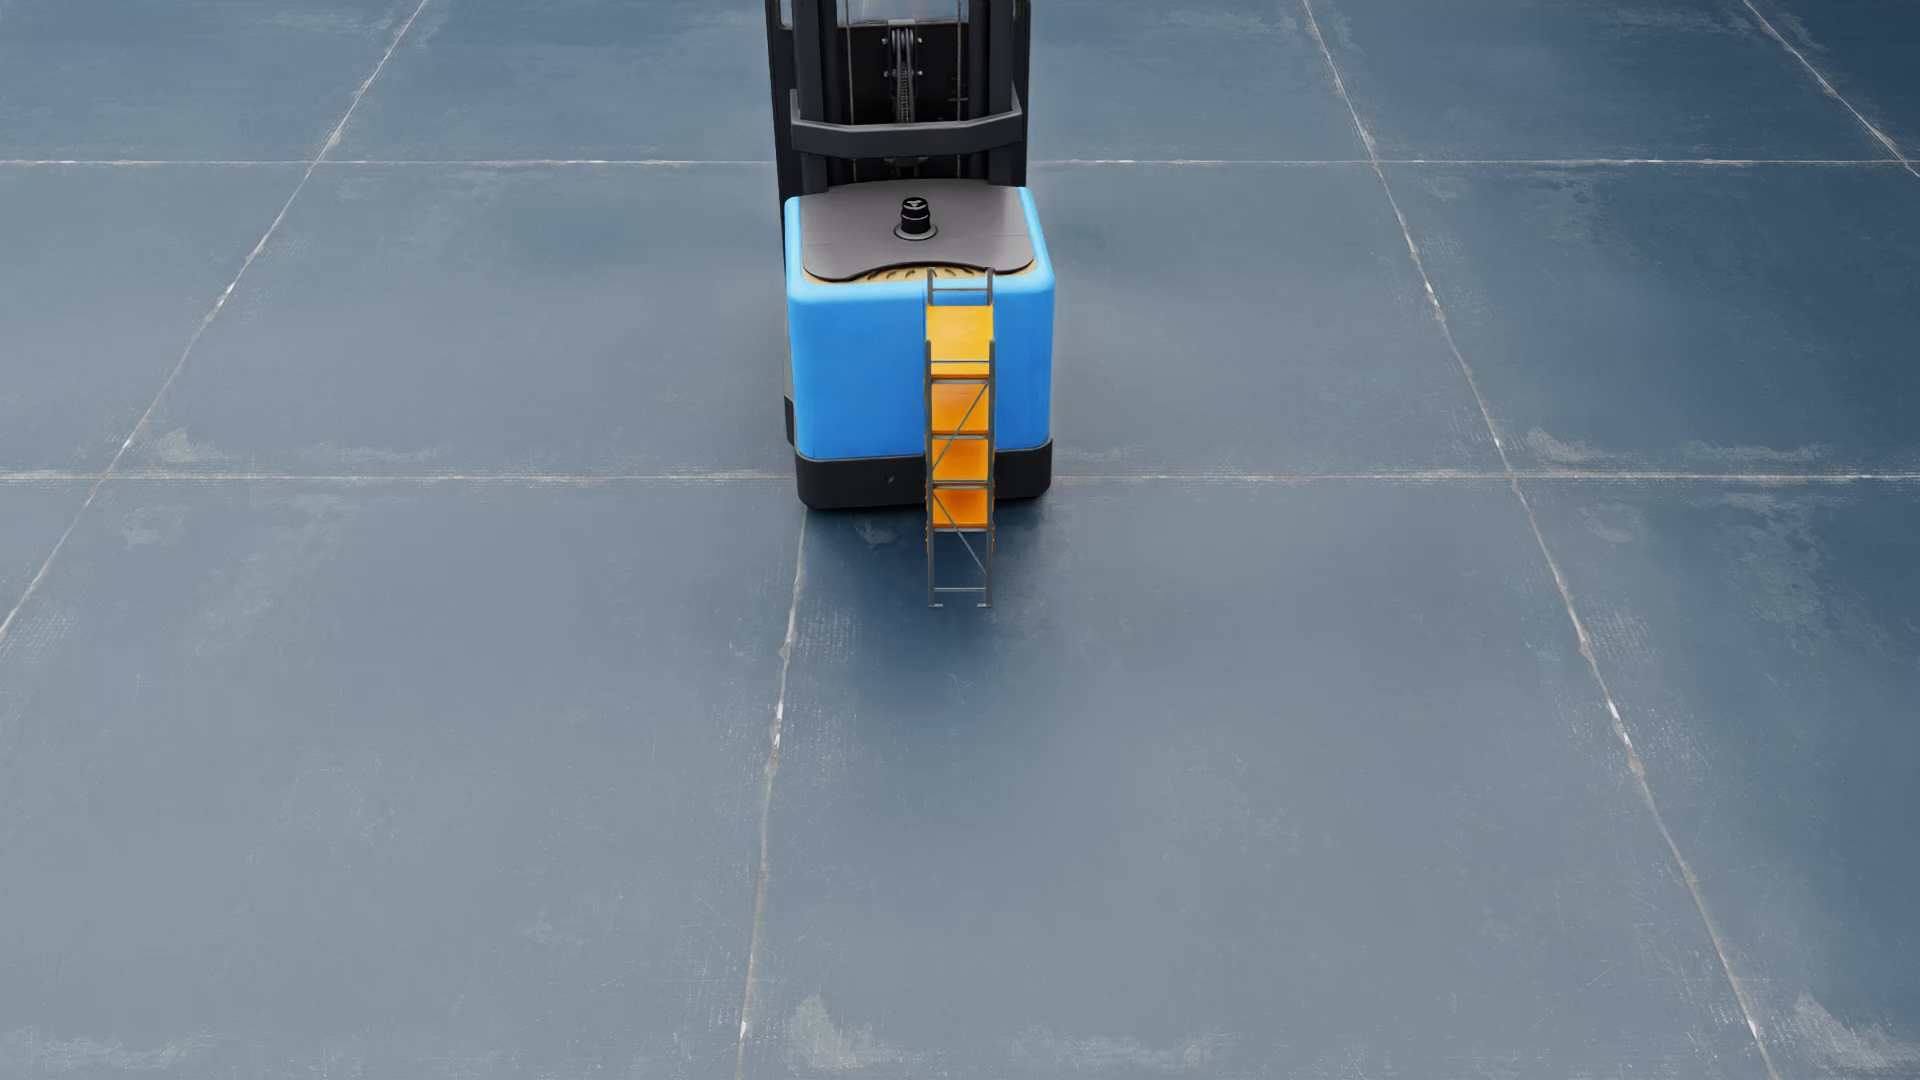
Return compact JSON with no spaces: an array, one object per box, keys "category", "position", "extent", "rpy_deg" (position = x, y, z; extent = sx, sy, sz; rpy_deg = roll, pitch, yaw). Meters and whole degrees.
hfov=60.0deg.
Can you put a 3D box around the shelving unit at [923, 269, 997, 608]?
[{"category":"shelving unit","position":[0.000,-0.365,6.246],"extent":[0.258,1.200,0.503],"rpy_deg":[0,39,0]}]

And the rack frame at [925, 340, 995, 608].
[{"category":"rack frame","position":[0.000,-0.212,6.055],"extent":[0.240,1.200,0.015],"rpy_deg":[0,39,0]}]

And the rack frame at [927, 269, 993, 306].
[{"category":"rack frame","position":[0.000,-0.517,6.436],"extent":[0.240,1.200,0.015],"rpy_deg":[0,39,0]}]

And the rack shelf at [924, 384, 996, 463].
[{"category":"rack shelf","position":[0.000,-0.487,6.148],"extent":[0.258,0.148,0.480],"rpy_deg":[0,39,0]}]

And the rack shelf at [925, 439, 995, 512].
[{"category":"rack shelf","position":[0.000,-0.312,6.288],"extent":[0.258,0.148,0.480],"rpy_deg":[0,39,0]}]

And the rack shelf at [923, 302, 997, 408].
[{"category":"rack shelf","position":[0.000,-0.671,6.000],"extent":[0.258,0.148,0.480],"rpy_deg":[0,39,0]}]

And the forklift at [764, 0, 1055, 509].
[{"category":"forklift","position":[-0.277,-2.181,7.128],"extent":[1.130,2.935,3.031],"rpy_deg":[-3,39,-4]}]

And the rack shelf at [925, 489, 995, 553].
[{"category":"rack shelf","position":[0.000,-0.157,6.412],"extent":[0.258,0.148,0.480],"rpy_deg":[0,39,0]}]
